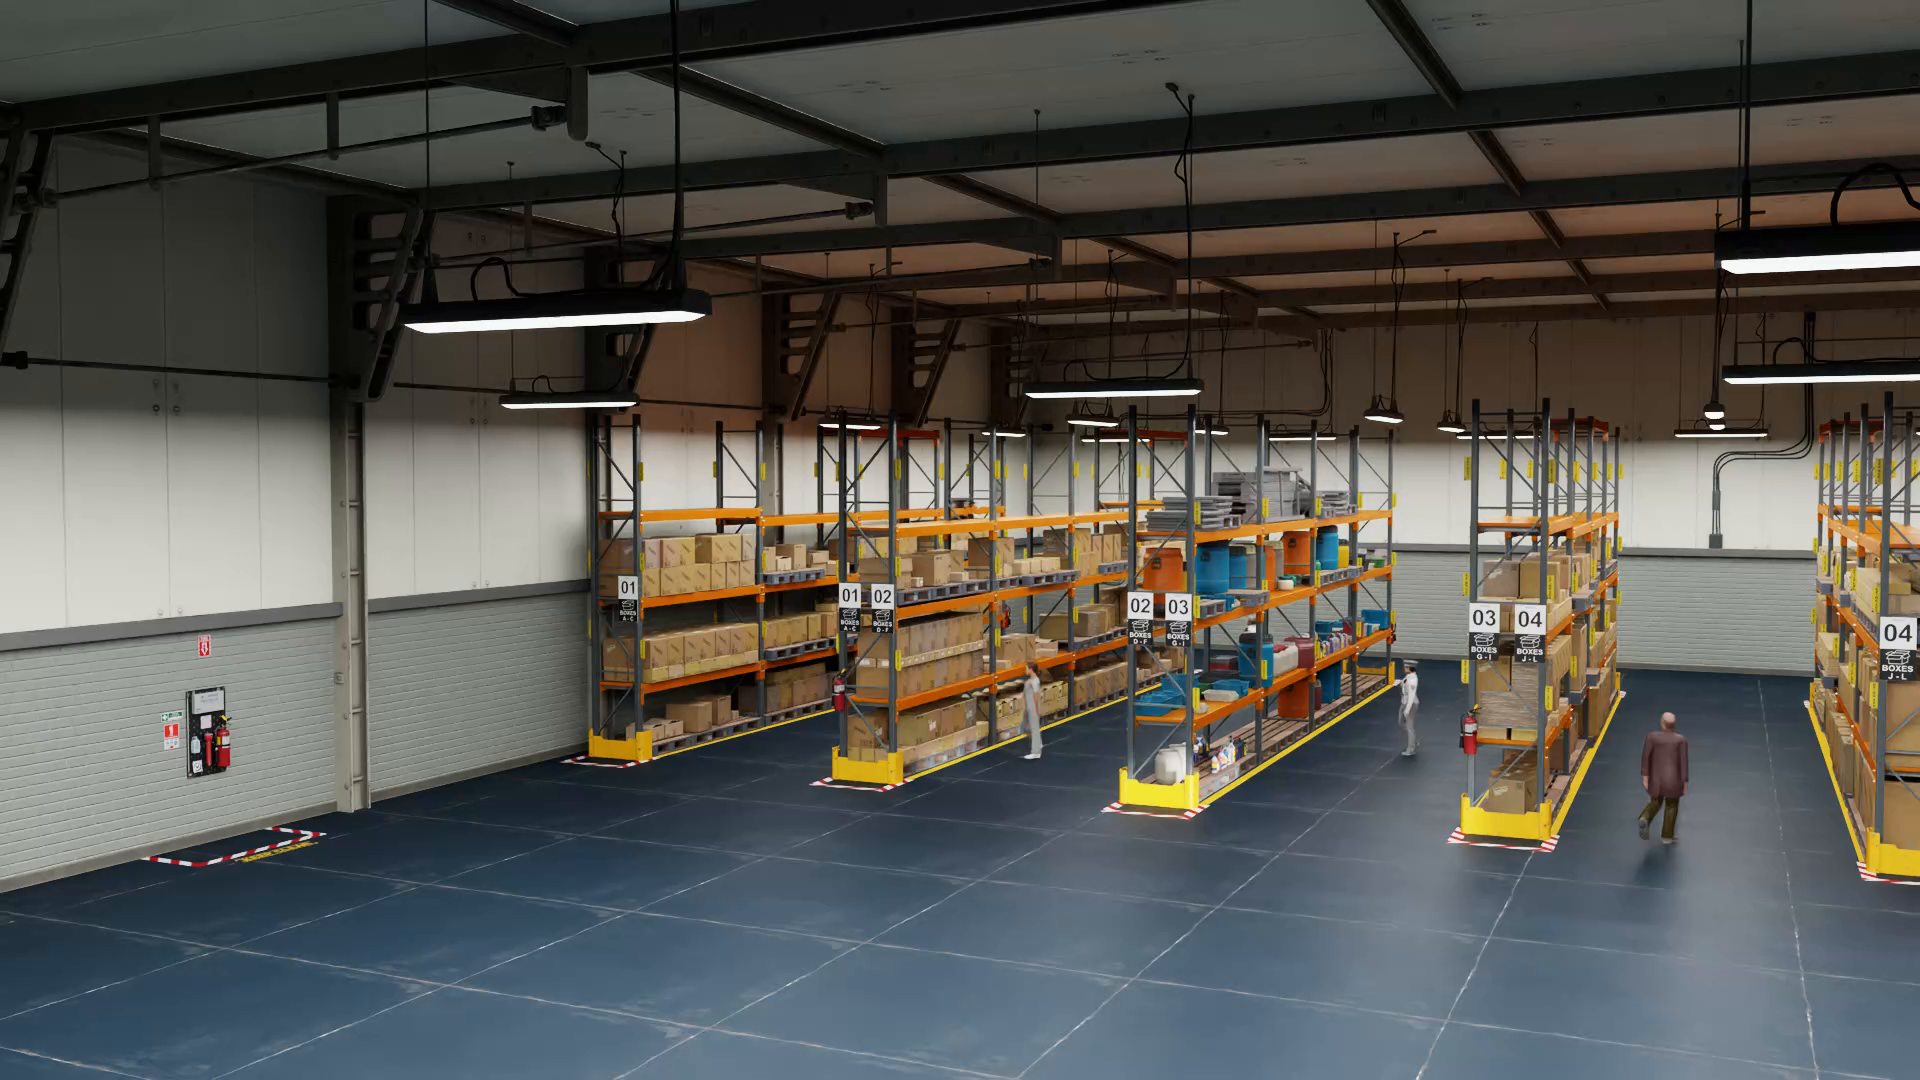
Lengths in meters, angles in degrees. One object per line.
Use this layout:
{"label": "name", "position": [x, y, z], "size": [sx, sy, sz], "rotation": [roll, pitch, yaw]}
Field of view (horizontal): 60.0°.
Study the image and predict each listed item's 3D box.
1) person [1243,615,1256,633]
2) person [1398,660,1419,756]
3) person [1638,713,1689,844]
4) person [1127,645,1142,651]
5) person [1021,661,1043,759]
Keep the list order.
{"label": "person", "position": [6.705, 2.587, 38.807], "size": [0.744, 1.659, 0.546], "rotation": [-1, 2, -13]}
{"label": "person", "position": [7.969, 2.957, 29.430], "size": [0.406, 1.680, 0.561], "rotation": [0, 2, 1]}
{"label": "person", "position": [9.405, 3.199, 22.237], "size": [0.805, 1.749, 0.574], "rotation": [-2, 3, -38]}
{"label": "person", "position": [4.532, 2.390, 43.132], "size": [0.531, 1.701, 0.500], "rotation": [1, 2, 19]}
{"label": "person", "position": [1.284, 2.955, 29.041], "size": [0.397, 1.685, 0.527], "rotation": [0, 2, -6]}
